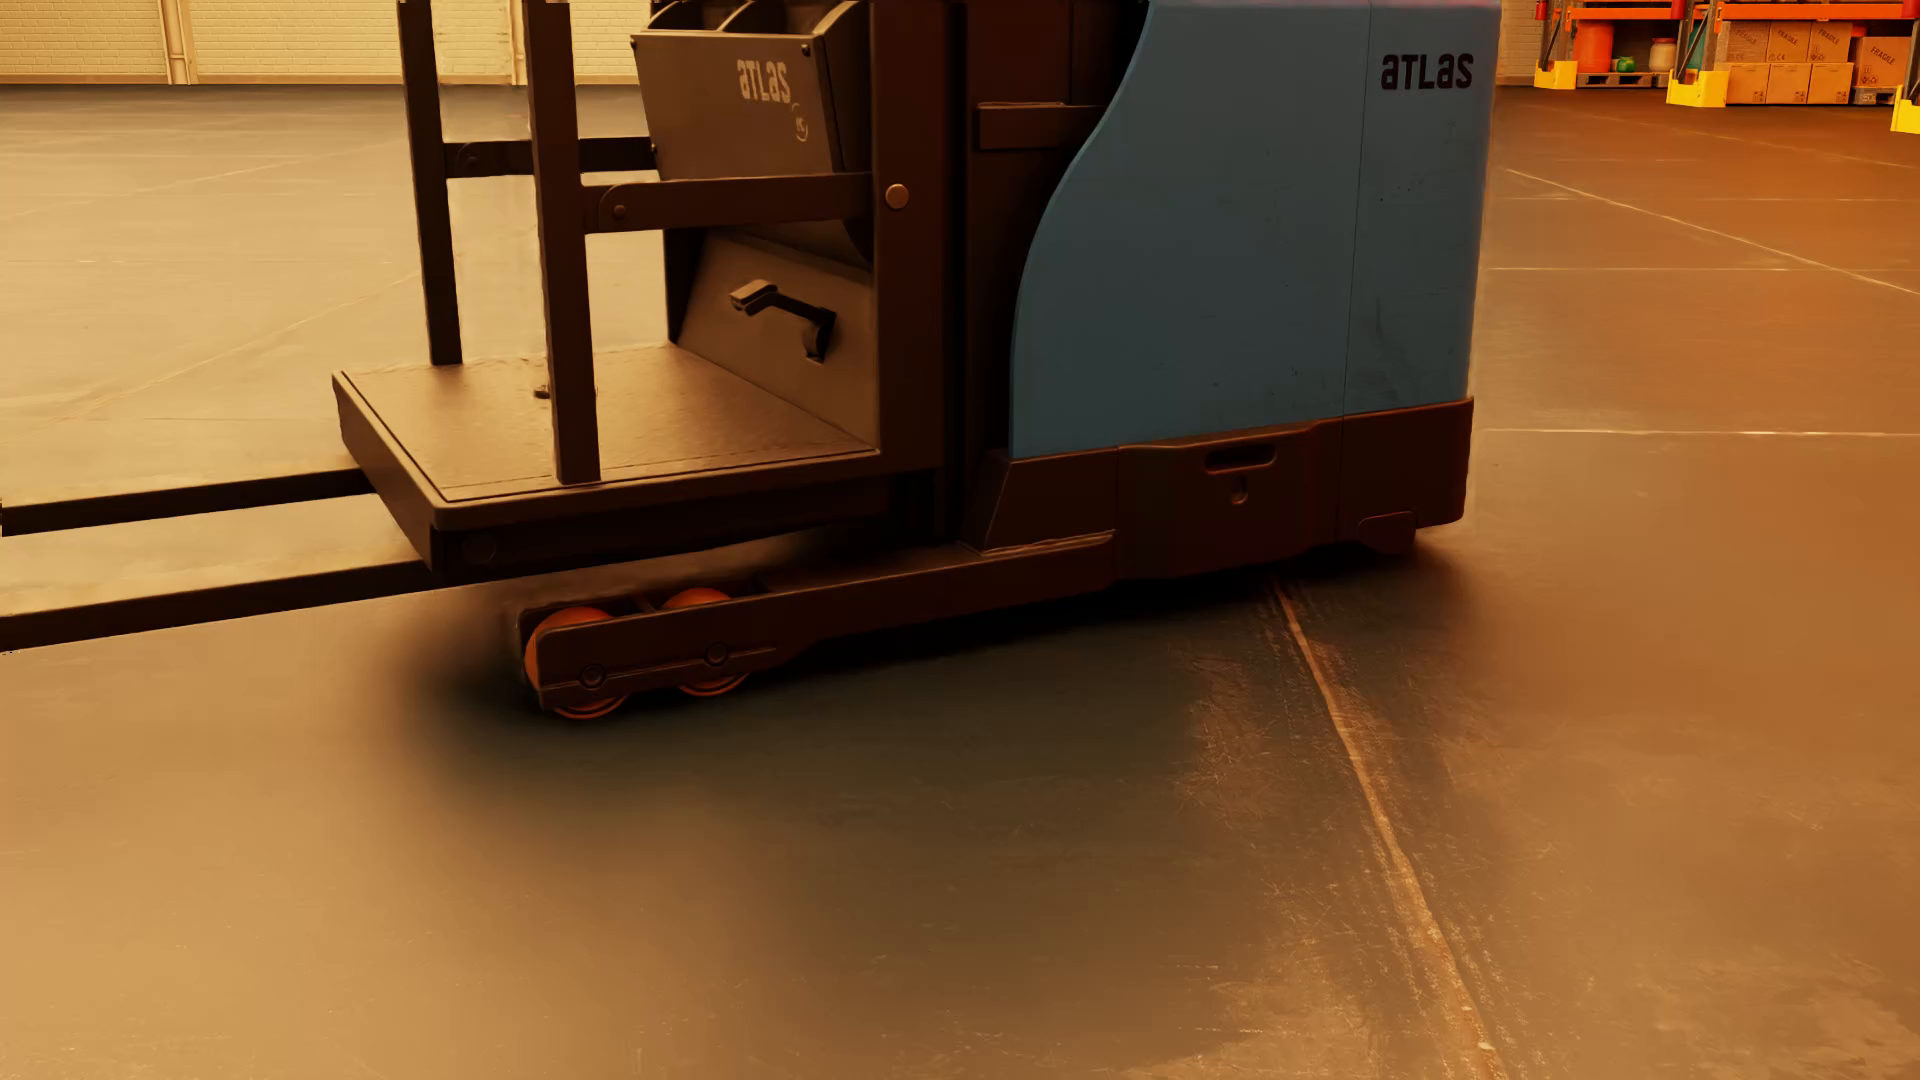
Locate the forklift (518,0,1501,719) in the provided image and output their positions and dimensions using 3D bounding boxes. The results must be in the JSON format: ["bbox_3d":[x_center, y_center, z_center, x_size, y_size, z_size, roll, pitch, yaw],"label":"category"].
[{"bbox_3d":[-0.550,-1.309,2.643,3.031,2.935,1.130,-9,19,-26],"label":"forklift"}]
